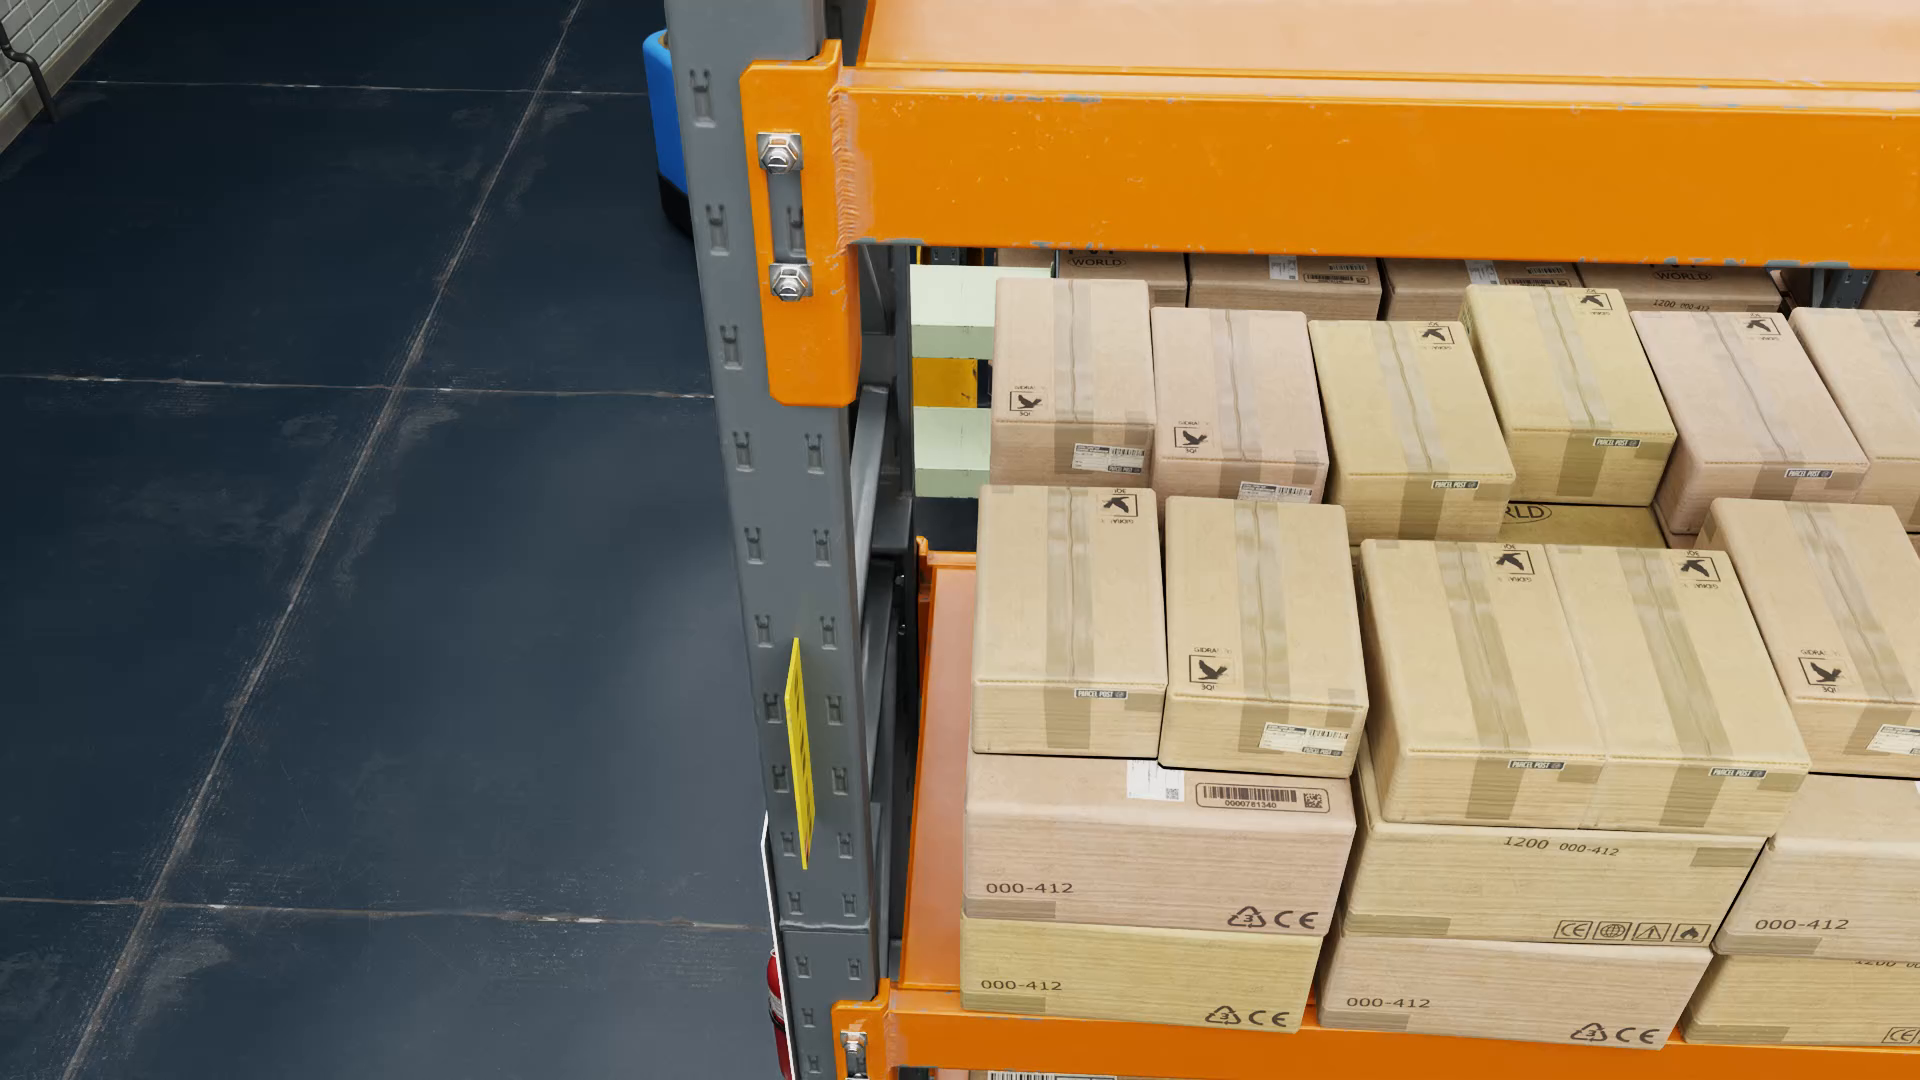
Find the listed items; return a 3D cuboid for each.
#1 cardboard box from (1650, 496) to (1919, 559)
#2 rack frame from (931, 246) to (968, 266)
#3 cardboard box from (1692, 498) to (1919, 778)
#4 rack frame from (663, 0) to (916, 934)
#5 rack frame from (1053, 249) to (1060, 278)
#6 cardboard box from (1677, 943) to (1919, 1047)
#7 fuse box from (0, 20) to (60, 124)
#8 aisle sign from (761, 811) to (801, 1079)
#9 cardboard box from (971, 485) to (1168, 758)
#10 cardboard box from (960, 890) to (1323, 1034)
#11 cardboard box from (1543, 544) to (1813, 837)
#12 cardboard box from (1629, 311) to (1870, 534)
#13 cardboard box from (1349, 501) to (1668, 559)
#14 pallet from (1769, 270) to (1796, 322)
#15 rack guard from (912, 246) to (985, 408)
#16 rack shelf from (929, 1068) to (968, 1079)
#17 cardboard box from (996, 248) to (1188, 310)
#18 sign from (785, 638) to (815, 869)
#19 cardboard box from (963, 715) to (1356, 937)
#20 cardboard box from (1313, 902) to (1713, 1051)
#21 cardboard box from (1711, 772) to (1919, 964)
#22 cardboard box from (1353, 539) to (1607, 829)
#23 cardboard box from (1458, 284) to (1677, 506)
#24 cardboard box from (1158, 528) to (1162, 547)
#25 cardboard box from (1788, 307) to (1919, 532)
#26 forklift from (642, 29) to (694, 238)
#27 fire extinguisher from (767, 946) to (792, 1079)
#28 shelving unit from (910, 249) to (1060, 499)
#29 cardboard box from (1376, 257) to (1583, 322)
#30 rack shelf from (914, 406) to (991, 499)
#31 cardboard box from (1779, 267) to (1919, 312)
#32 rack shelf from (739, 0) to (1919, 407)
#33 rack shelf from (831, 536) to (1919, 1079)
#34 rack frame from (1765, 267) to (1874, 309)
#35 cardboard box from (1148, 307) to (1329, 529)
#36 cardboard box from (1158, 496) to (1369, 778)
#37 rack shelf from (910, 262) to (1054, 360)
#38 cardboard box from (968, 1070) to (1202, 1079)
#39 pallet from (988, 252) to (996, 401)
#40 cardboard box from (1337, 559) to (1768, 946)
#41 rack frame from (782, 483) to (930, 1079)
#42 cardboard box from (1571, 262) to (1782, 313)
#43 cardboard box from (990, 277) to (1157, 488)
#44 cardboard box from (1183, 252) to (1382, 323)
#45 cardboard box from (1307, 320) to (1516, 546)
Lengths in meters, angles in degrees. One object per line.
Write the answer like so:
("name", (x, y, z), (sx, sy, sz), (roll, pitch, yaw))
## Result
("cardboard box", (1.326, -0.043, 2.723), (0.500, 0.250, 0.500), (2, 43, 3))
("rack frame", (-0.046, -2.064, 7.350), (0.127, 3.000, 1.000), (2, 43, 2))
("cardboard box", (1.172, 0.125, 2.250), (0.250, 0.149, 0.380), (3, 43, 3))
("rack frame", (-0.168, -0.885, 1.684), (0.127, 3.000, 1.000), (2, 43, 2))
("rack frame", (0.372, -0.537, 6.812), (0.023, 1.500, 0.400), (2, 43, 2))
("cardboard box", (1.310, 0.481, 2.528), (0.500, 0.250, 0.500), (0, 43, 1))
("fuse box", (-5.439, -3.176, 9.489), (0.414, 1.711, 0.539), (2, 43, 2))
("aisle sign", (-0.254, 0.560, 2.626), (0.004, 0.787, 0.394), (2, 43, 2))
("cardboard box", (0.146, 0.103, 2.274), (0.250, 0.149, 0.380), (1, 43, 2))
("cardboard box", (0.269, 0.455, 2.556), (0.500, 0.250, 0.500), (3, 43, 3))
("cardboard box", (0.910, 0.189, 2.182), (0.250, 0.149, 0.380), (2, 43, 2))
("cardboard box", (1.195, -0.187, 2.585), (0.250, 0.149, 0.380), (1, 43, 1))
("cardboard box", (0.815, -0.060, 2.742), (0.500, 0.250, 0.500), (1, 43, 1))
("pallet", (4.724, -0.949, 8.199), (1.213, 0.211, 1.003), (2, 43, 2))
("rack guard", (-0.070, -1.150, 8.203), (0.348, 0.500, 1.175), (2, 43, 2))
("rack shelf", (1.830, 1.634, 3.908), (4.000, 0.370, 1.077), (2, 43, 2))
("cardboard box", (0.618, -1.328, 8.132), (0.875, 0.438, 0.875), (0, 43, 0))
("sign", (-0.192, 0.262, 2.012), (0.005, 0.325, 0.100), (2, 43, 2))
("cardboard box", (0.269, 0.275, 2.382), (0.500, 0.250, 0.500), (2, 43, 3))
("cardboard box", (0.795, 0.474, 2.535), (0.500, 0.250, 0.500), (3, 43, 3))
("cardboard box", (1.285, 0.313, 2.341), (0.500, 0.250, 0.500), (2, 43, 2))
("cardboard box", (0.667, 0.181, 2.190), (0.250, 0.149, 0.380), (2, 43, 2))
("cardboard box", (0.945, -0.236, 2.638), (0.250, 0.149, 0.380), (2, 43, 3))
("cardboard box", (0.304, -0.075, 2.758), (0.500, 0.250, 0.500), (1, 43, 1))
("cardboard box", (1.456, -0.191, 2.590), (0.250, 0.149, 0.380), (3, 43, 3))
("forklift", (-0.165, -3.213, 8.634), (3.031, 2.935, 1.130), (-27, 49, -26))
("fire extinguisher", (-0.399, 1.152, 4.228), (0.183, 0.674, 0.296), (2, 43, 2))
("shelving unit", (0.007, -0.549, 6.824), (0.755, 1.500, 0.431), (2, 43, 2))
("cardboard box", (2.433, -1.277, 8.077), (0.875, 0.438, 0.875), (1, 43, 1))
("rack shelf", (0.007, -0.310, 7.046), (0.720, 0.370, 0.431), (2, 43, 2))
("cardboard box", (4.573, -1.353, 7.838), (0.875, 0.875, 0.875), (3, 43, 3))
("rack shelf", (1.830, -0.560, 1.864), (4.000, 0.370, 1.077), (2, 43, 2))
("rack shelf", (1.830, 0.537, 2.886), (4.000, 0.370, 1.077), (2, 43, 2))
("rack frame", (3.950, -1.941, 7.219), (0.127, 3.000, 1.000), (2, 43, 2))
("cardboard box", (0.420, -0.192, 2.591), (0.250, 0.149, 0.380), (2, 43, 3))
("cardboard box", (0.399, 0.123, 2.253), (0.250, 0.149, 0.380), (3, 43, 4))
("rack shelf", (0.007, -0.834, 6.558), (0.720, 0.370, 0.431), (2, 43, 2))
("cardboard box", (0.269, 0.993, 3.044), (0.500, 0.500, 0.500), (2, 43, 2))
("pallet", (0.757, -1.072, 8.332), (1.213, 0.211, 1.003), (2, 43, 2))
("cardboard box", (0.781, 0.290, 2.366), (0.500, 0.250, 0.500), (1, 43, 1))
("rack frame", (-0.168, 1.310, 3.729), (0.127, 3.000, 1.000), (2, 43, 2))
("cardboard box", (3.328, -1.250, 8.048), (0.875, 0.438, 0.875), (1, 43, 1))
("cardboard box", (0.178, -0.252, 2.655), (0.250, 0.149, 0.380), (1, 43, 2))
("cardboard box", (1.533, -1.306, 8.108), (0.875, 0.438, 0.875), (3, 43, 3))
("cardboard box", (0.676, -0.170, 2.567), (0.250, 0.149, 0.380), (1, 43, 1))
